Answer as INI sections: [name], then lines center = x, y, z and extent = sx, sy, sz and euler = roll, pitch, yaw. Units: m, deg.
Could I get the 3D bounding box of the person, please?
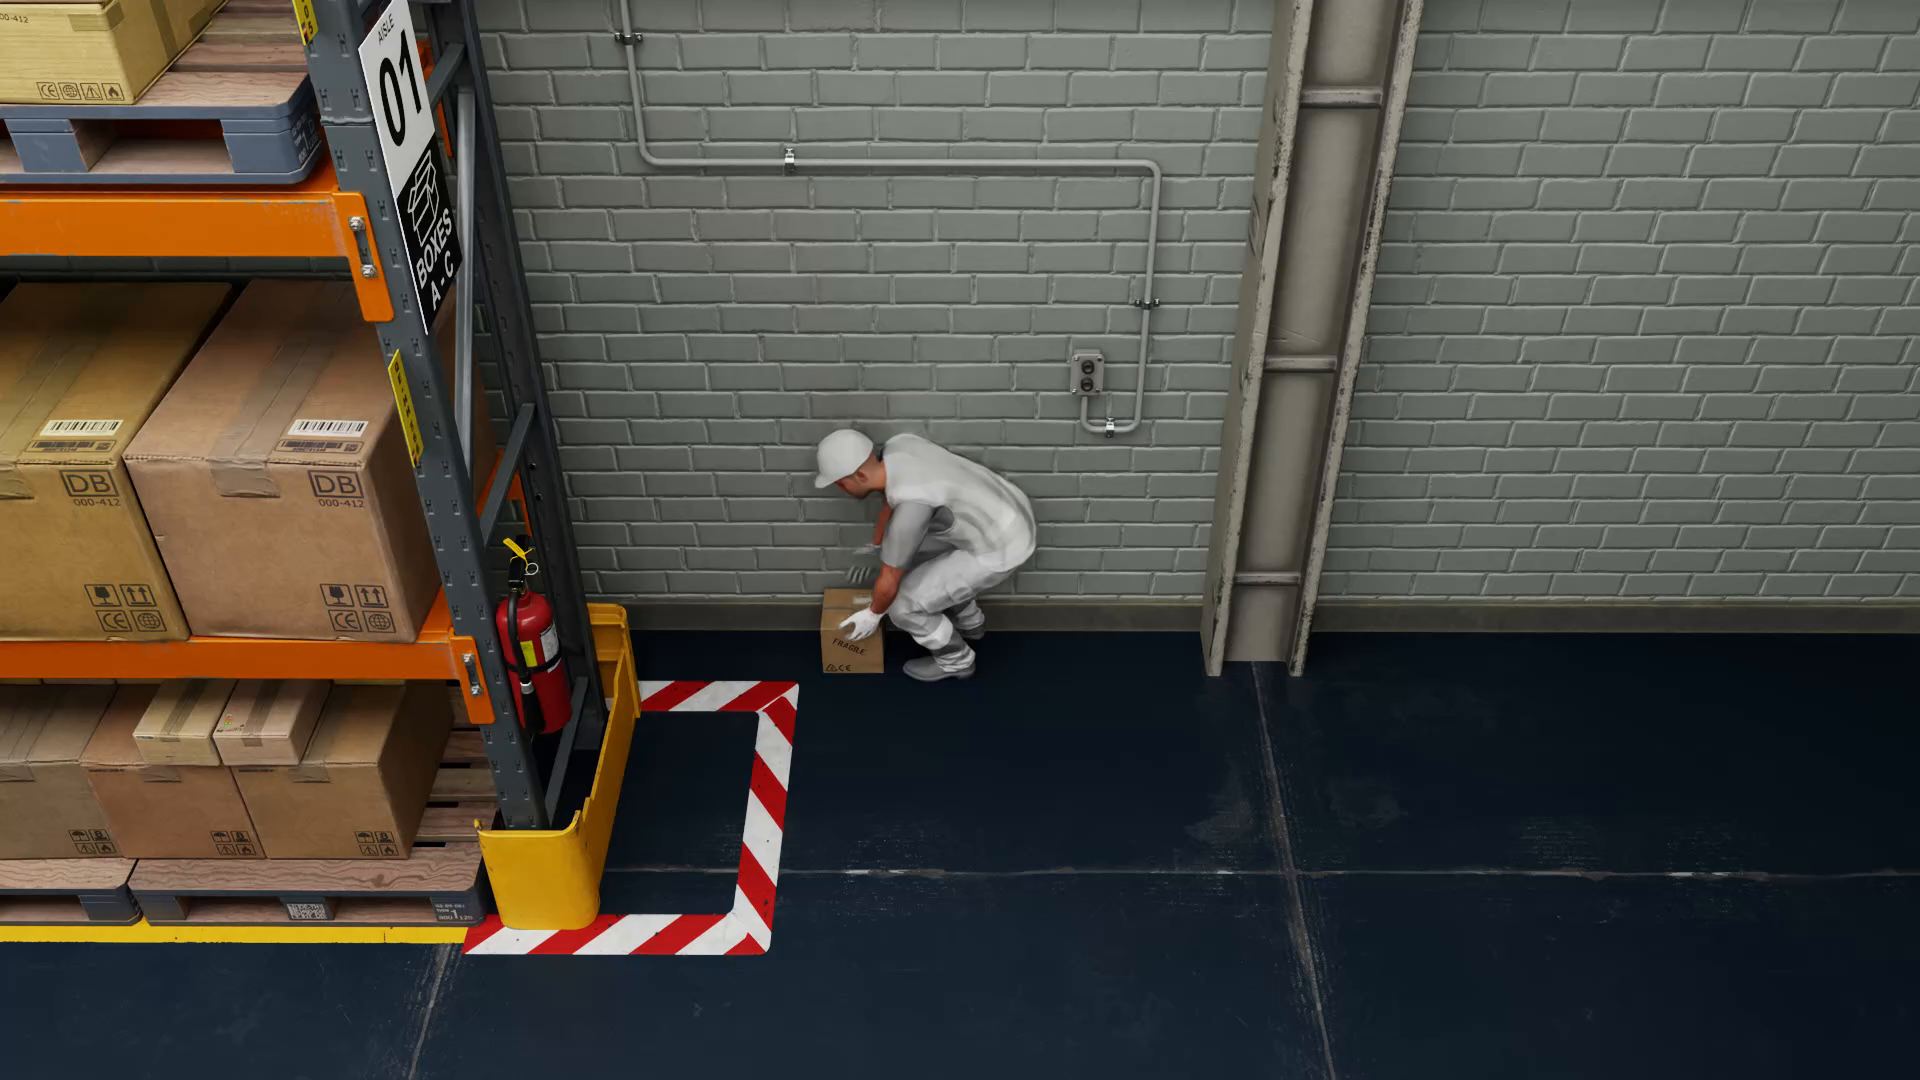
[person]
center = -0.125, 0.046, 6.568
extent = 0.852, 1.172, 0.584
euler = 0, 39, 1
